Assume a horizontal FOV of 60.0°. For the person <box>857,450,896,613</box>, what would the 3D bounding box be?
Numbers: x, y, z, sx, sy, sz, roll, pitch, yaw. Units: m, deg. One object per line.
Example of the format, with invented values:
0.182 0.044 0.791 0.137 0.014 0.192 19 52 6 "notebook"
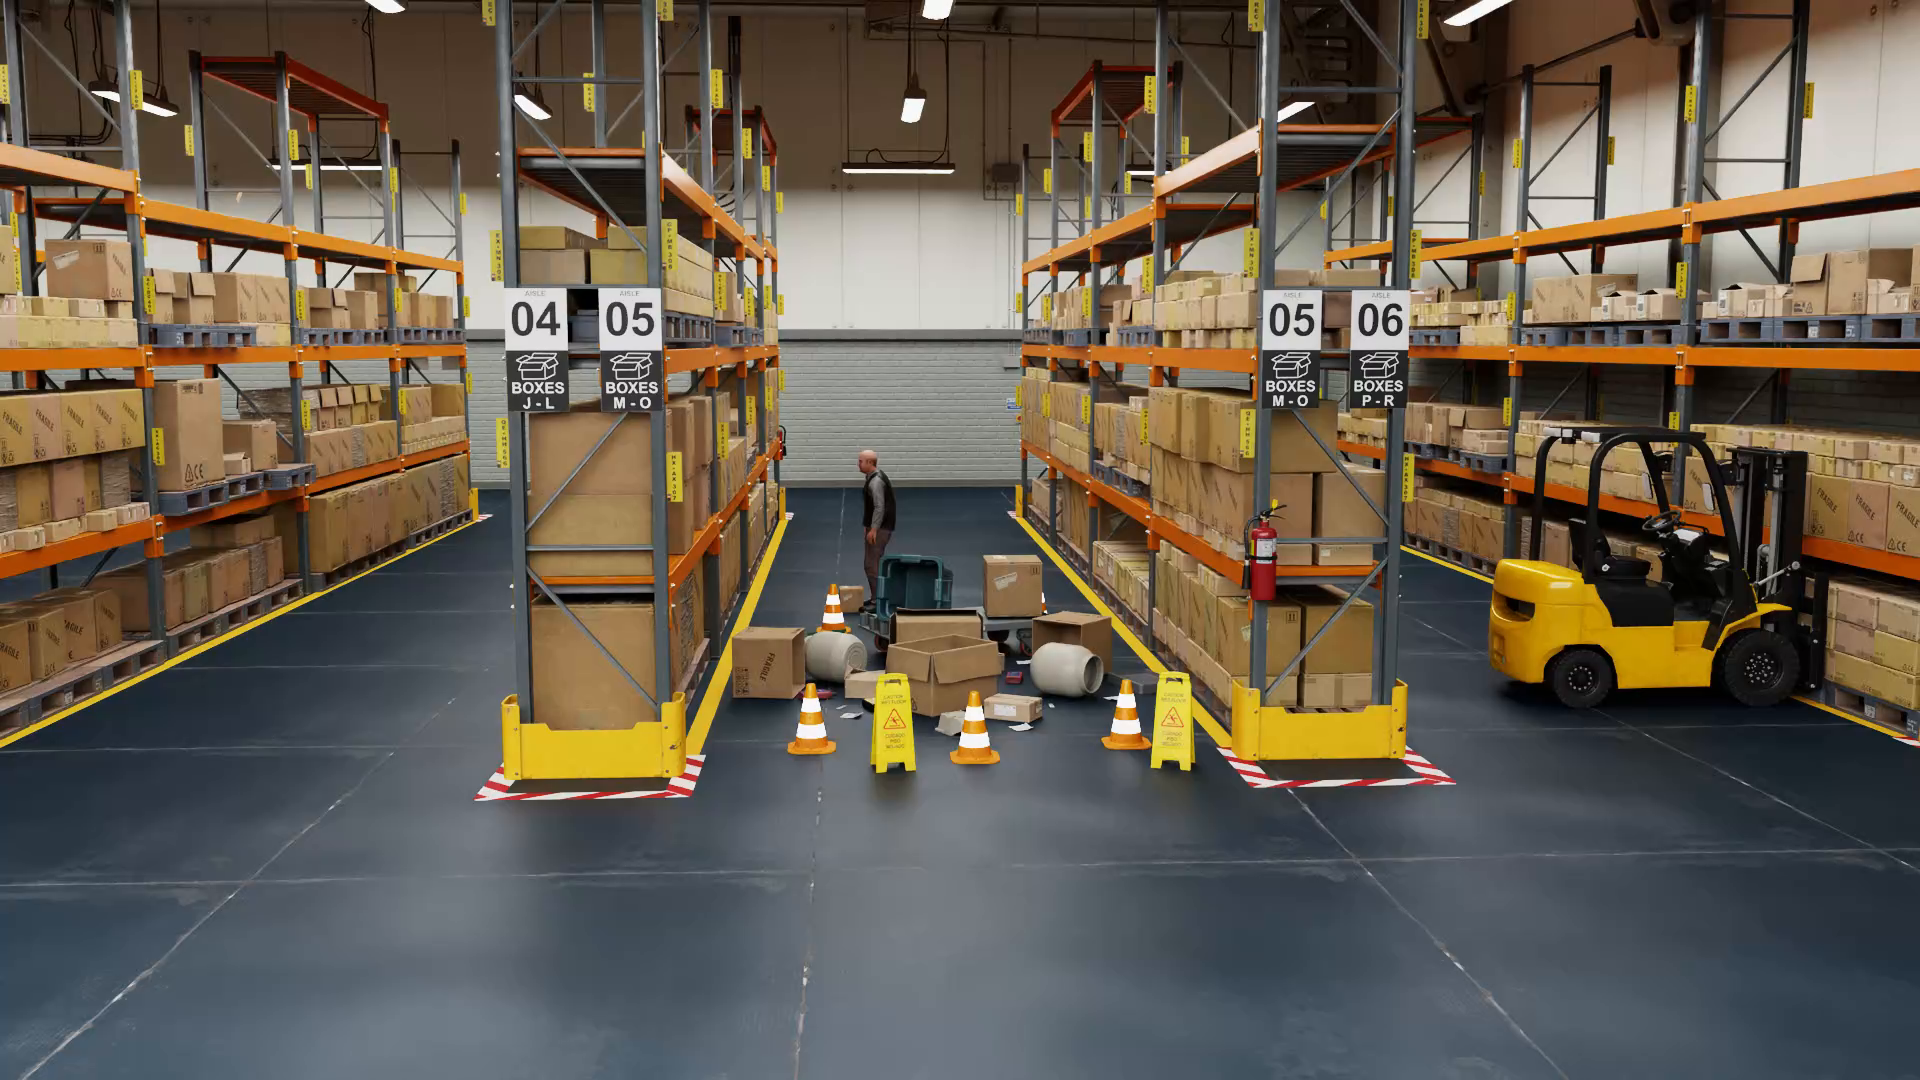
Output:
-0.885 -0.102 17.696 0.412 1.720 0.585 -1 7 -5 "person"
